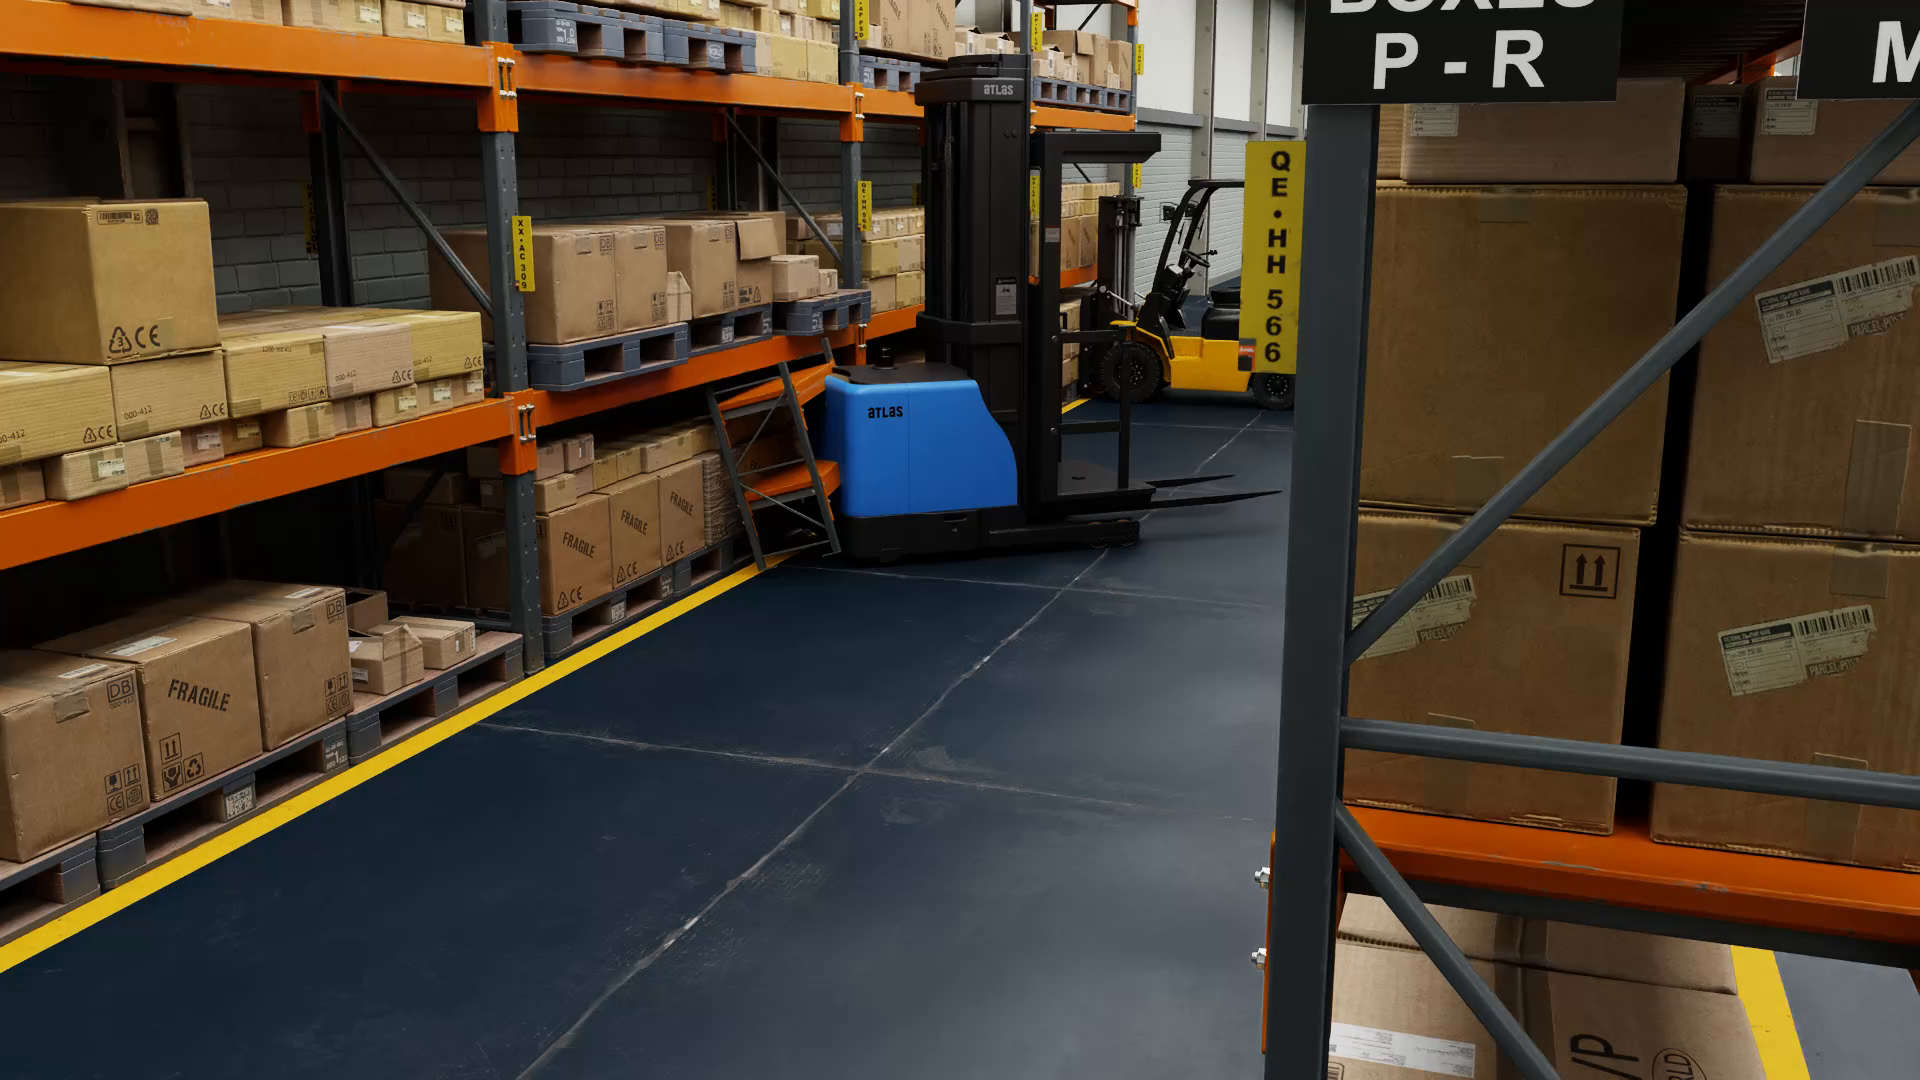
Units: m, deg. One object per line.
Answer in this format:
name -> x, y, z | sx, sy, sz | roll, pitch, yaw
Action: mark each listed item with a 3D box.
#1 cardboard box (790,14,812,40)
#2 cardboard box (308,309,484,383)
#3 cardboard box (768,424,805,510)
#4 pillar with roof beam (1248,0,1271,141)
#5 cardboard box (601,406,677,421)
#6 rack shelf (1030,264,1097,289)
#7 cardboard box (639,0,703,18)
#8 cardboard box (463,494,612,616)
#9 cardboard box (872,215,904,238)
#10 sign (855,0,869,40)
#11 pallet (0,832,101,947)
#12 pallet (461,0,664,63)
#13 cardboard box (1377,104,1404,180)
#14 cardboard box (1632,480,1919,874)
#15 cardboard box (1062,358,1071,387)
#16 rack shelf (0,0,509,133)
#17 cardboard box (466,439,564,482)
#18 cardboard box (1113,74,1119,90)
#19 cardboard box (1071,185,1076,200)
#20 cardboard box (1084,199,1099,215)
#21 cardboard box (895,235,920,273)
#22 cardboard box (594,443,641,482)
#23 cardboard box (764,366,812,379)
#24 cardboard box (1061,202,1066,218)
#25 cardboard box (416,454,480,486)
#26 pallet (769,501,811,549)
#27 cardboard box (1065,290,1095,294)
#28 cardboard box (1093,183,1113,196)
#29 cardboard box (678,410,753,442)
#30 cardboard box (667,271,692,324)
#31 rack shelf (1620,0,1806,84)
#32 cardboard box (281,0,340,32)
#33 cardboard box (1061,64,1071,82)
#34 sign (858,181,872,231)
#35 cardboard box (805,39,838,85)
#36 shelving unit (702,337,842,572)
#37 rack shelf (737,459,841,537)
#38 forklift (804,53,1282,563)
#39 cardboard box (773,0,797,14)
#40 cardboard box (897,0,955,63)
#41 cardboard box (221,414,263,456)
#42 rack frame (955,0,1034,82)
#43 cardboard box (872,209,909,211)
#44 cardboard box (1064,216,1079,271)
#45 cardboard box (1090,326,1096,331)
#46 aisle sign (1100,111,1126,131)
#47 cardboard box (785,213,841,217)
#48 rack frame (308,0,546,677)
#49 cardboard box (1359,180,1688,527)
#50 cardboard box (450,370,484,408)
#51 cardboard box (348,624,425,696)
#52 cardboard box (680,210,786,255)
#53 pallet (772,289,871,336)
cardboard box -> -1.139, -3.158, 10.282 | 0.380, 0.149, 0.250 | 4, 13, 17
cardboard box -> -2.377, -0.824, 7.026 | 0.500, 0.250, 0.500 | 5, 14, 20
cardboard box -> -1.255, -0.496, 10.594 | 0.500, 0.500, 0.500 | 4, 13, 18
pillar with roof beam -> 10.258, -9.727, 32.880 | 9.100, 9.000, 0.400 | 4, 14, 18
cardboard box -> -1.943, -0.713, 10.086 | 0.380, 0.149, 0.250 | 4, 13, 17
rack shelf -> 0.792, -2.632, 16.894 | 1.077, 0.370, 4.000 | 4, 14, 18
cardboard box -> -1.552, -2.773, 8.550 | 0.380, 0.149, 0.250 | 5, 14, 20
cardboard box -> -2.074, 0.051, 8.196 | 0.500, 0.500, 0.500 | 5, 14, 21
cardboard box -> -0.623, -2.242, 11.889 | 0.380, 0.149, 0.250 | 5, 14, 20
sign -> -0.637, -3.394, 10.715 | 0.100, 0.325, 0.005 | 4, 14, 18
pallet -> -3.456, 1.141, 5.015 | 1.003, 0.211, 1.213 | 4, 14, 18
pallet -> -2.166, -2.380, 7.856 | 1.213, 0.211, 1.003 | 4, 14, 18
cardboard box -> 0.950, -0.736, 3.043 | 0.380, 0.149, 0.250 | 4, 14, 18
cardboard box -> 1.387, 0.193, 2.678 | 0.500, 0.500, 0.500 | 4, 14, 18
cardboard box -> 0.764, -1.612, 16.043 | 0.500, 0.250, 0.500 | 4, 13, 17
rack shelf -> -3.091, -1.567, 5.490 | 1.077, 0.370, 4.000 | 4, 14, 18
cardboard box -> -2.133, -0.385, 7.981 | 0.380, 0.149, 0.250 | 4, 13, 17
cardboard box -> 1.458, -4.801, 17.435 | 0.380, 0.149, 0.250 | 4, 13, 17
cardboard box -> 0.934, -3.448, 16.502 | 0.380, 0.149, 0.250 | 4, 14, 19
cardboard box -> 1.200, -3.403, 16.976 | 0.380, 0.149, 0.250 | 4, 14, 19
cardboard box -> -0.611, -2.071, 12.034 | 0.500, 0.250, 0.500 | 5, 14, 20
cardboard box -> -1.911, -0.413, 8.773 | 0.380, 0.149, 0.250 | 4, 13, 17
cardboard box -> -0.935, -0.896, 12.068 | 0.875, 0.625, 0.625 | 5, 14, 20
cardboard box -> 0.787, -3.133, 15.789 | 0.380, 0.149, 0.250 | 5, 14, 20
cardboard box -> -2.517, -0.333, 8.423 | 0.380, 0.149, 0.250 | 4, 14, 18
pallet -> -1.427, -0.205, 10.912 | 1.003, 0.211, 1.213 | 4, 14, 18
cardboard box -> 1.426, -2.528, 17.811 | 0.500, 0.250, 0.500 | 5, 14, 19
cardboard box -> 1.413, -3.712, 17.658 | 0.380, 0.149, 0.250 | 5, 14, 20
cardboard box -> -1.464, -0.682, 9.953 | 0.380, 0.149, 0.250 | 4, 13, 18
cardboard box -> -1.631, -1.281, 8.718 | 0.396, 0.266, 0.258 | 5, 14, 21
rack shelf -> 1.607, -1.211, 3.928 | 1.077, 0.370, 4.000 | 4, 14, 18
cardboard box -> -2.541, -1.961, 6.163 | 0.380, 0.149, 0.250 | 4, 14, 18
cardboard box -> 0.826, -4.389, 15.632 | 0.380, 0.149, 0.250 | 5, 14, 20
sign -> -0.633, -2.208, 10.996 | 0.100, 0.325, 0.005 | 4, 14, 18
cardboard box -> -1.086, -2.983, 10.412 | 0.500, 0.250, 0.500 | 4, 13, 17
shelving unit -> -0.984, -0.531, 9.874 | 0.538, 1.125, 1.048 | -13, 12, 12
rack shelf -> -0.920, -0.300, 9.922 | 0.538, 0.278, 1.000 | -13, 12, 12
forklift -> 0.582, -1.479, 10.383 | 3.031, 2.935, 1.130 | -5, 14, -21
cardboard box -> -1.204, -3.247, 10.003 | 0.380, 0.149, 0.250 | 4, 13, 17
cardboard box -> -0.355, -3.833, 12.406 | 0.500, 0.500, 0.500 | 5, 14, 20
cardboard box -> -2.789, -0.401, 6.068 | 0.380, 0.149, 0.250 | 5, 14, 19
rack frame -> 0.145, -5.486, 14.301 | 1.000, 3.000, 0.127 | 4, 14, 18
cardboard box -> -0.634, -2.603, 13.470 | 0.380, 0.149, 0.250 | 4, 14, 18
cardboard box -> 0.851, -2.902, 16.238 | 0.500, 0.500, 0.500 | 4, 14, 18
cardboard box -> 1.093, -2.066, 16.912 | 0.500, 0.250, 0.500 | 4, 14, 18
aisle sign -> 1.738, -4.664, 18.338 | 0.394, 0.787, 0.004 | 4, 14, 18
cardboard box -> -1.102, -2.337, 12.304 | 0.380, 0.149, 0.250 | 4, 13, 17
rack frame -> -2.443, -0.877, 7.589 | 1.000, 3.000, 0.127 | 4, 14, 18
cardboard box -> 0.891, -0.333, 2.734 | 0.500, 0.500, 0.500 | 5, 14, 20
cardboard box -> -2.308, -0.669, 7.243 | 0.380, 0.149, 0.250 | 5, 14, 19
cardboard box -> -2.461, 0.465, 6.911 | 0.396, 0.266, 0.258 | 5, 14, 20
cardboard box -> -1.464, -1.875, 10.796 | 0.500, 0.500, 0.500 | 5, 14, 21
pallet -> -1.302, -1.478, 10.653 | 1.213, 0.211, 1.003 | 4, 14, 18
